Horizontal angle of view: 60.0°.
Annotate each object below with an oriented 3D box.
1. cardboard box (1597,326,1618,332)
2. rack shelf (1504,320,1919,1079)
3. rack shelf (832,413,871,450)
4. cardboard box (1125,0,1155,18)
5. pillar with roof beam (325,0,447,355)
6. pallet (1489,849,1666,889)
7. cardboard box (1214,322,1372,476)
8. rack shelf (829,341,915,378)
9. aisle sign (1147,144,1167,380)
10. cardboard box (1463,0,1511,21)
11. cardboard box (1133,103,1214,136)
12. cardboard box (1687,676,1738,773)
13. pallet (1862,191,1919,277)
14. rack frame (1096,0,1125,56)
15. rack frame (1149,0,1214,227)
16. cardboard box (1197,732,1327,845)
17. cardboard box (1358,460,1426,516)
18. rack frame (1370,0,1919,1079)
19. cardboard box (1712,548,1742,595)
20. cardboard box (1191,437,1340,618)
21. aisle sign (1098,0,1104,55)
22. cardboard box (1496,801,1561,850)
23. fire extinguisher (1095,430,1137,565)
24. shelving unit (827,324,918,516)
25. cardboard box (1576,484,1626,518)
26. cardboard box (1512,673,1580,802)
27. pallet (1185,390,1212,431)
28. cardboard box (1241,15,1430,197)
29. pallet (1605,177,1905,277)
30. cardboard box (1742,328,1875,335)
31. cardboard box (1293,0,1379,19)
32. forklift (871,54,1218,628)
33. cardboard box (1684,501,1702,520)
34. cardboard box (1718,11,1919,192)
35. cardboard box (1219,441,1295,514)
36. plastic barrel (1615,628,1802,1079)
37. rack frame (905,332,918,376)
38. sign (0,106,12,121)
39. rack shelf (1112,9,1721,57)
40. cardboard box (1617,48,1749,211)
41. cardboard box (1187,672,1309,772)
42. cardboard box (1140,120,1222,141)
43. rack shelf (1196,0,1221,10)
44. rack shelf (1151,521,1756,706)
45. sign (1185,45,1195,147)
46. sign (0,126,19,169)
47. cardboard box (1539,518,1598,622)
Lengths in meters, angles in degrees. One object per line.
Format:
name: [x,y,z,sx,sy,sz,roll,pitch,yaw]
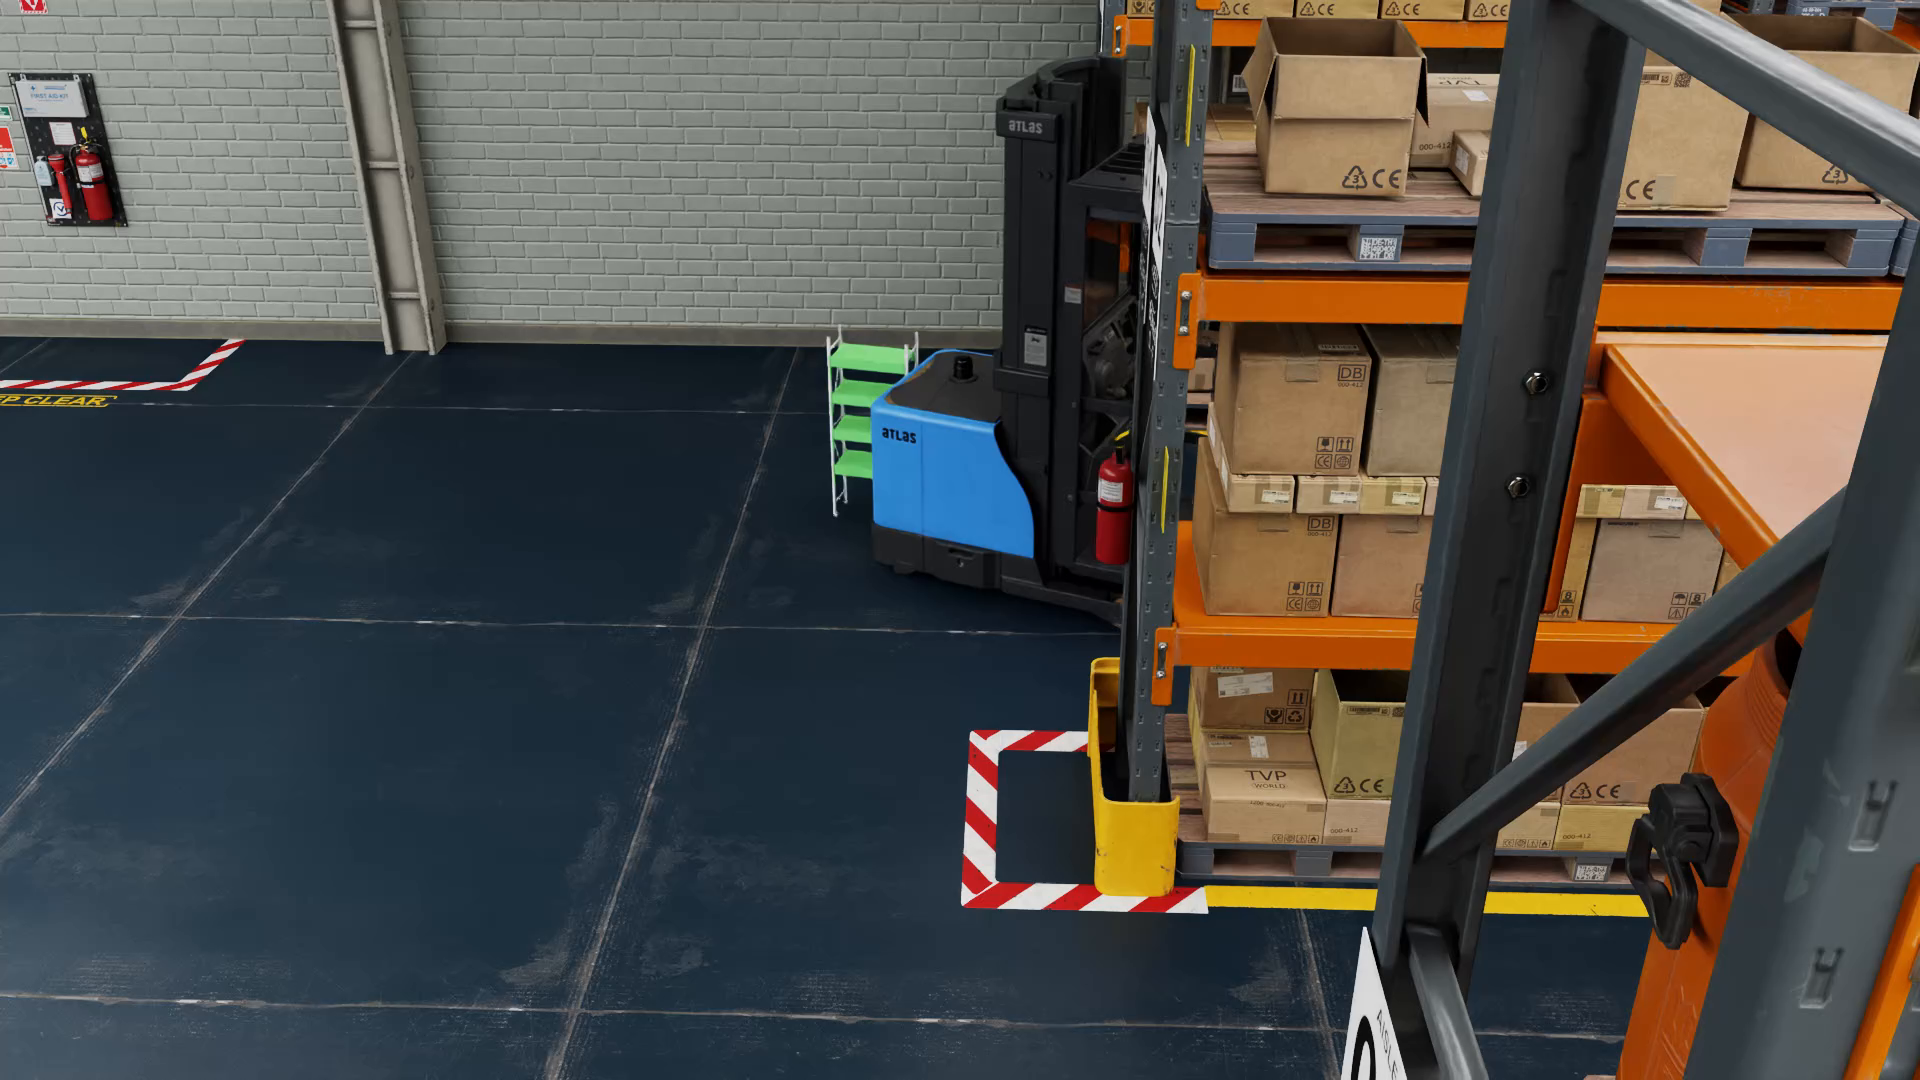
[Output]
cardboard box: [2.362,-0.623,6.731,0.500,0.500,0.700,1,28,2]
rack shelf: [2.634,0.161,1.534,4.000,0.370,1.077,1,28,2]
rack shelf: [-0.528,-0.650,10.331,0.480,0.148,0.258,7,29,13]
cardboard box: [1.310,-3.609,10.525,0.500,0.500,0.500,2,28,3]
pillar with roof beam: [-4.434,-3.481,7.209,0.400,9.000,9.100,1,28,2]
pallet: [2.795,1.212,7.738,1.213,0.211,1.003,1,28,2]
cardboard box: [1.332,-0.637,6.758,0.500,0.500,0.700,1,28,2]
rack shelf: [-0.528,-1.074,10.106,0.480,0.148,0.258,7,29,13]
aisle sign: [0.737,-1.041,6.235,0.004,0.787,0.394,1,28,2]
cardboard box: [3.408,-3.564,10.440,0.500,0.500,0.500,0,28,0]
cardboard box: [1.463,-2.719,11.515,0.500,0.500,0.500,1,28,1]
cardboard box: [3.341,0.804,7.217,0.500,0.500,0.500,1,28,2]
pallet: [3.957,-1.257,6.310,1.213,0.211,1.003,1,28,2]
rack frame: [0.984,-2.353,11.487,0.127,3.000,1.000,1,28,2]
rack frame: [0.813,-2.685,5.707,0.127,3.000,1.000,1,28,2]
cardboard box: [1.341,1.108,7.445,0.500,0.250,0.500,1,28,2]
cardboard box: [1.711,-0.250,6.720,0.250,0.149,0.380,1,28,2]
rack frame: [0.635,-0.367,1.334,0.127,3.000,1.000,1,28,2]
cardboard box: [3.339,-0.033,7.003,0.500,0.500,0.700,1,28,3]
cardboard box: [1.279,-0.065,7.063,0.500,0.500,0.700,1,28,2]
aisle sign: [0.902,-3.363,10.615,0.004,0.787,0.394,1,28,2]
cardboard box: [2.341,1.123,7.417,0.500,0.250,0.500,1,28,2]
fire extinguisher: [0.712,-0.220,7.545,0.183,0.674,0.296,1,28,2]
shelving unit: [-0.528,-0.706,10.301,0.503,1.200,0.258,7,29,13]
cardboard box: [2.485,-0.238,6.696,0.250,0.149,0.380,1,28,1]
cardboard box: [2.341,0.786,7.251,0.500,0.500,0.500,1,28,2]
pallet: [1.871,-1.090,12.081,1.213,0.211,1.003,1,28,2]
cardboard box: [1.387,-1.641,6.233,0.637,0.503,0.797,3,28,5]
pallet: [2.741,-1.278,6.350,1.213,0.211,1.003,1,28,2]
cardboard box: [3.362,-0.607,6.700,0.500,0.500,0.700,1,28,2]
cardboard box: [2.364,-3.577,10.464,0.500,0.500,0.500,2,28,4]
forklift: [1.037,-1.047,9.095,3.031,2.935,1.130,12,30,21]
cardboard box: [2.997,-0.228,6.678,0.250,0.149,0.380,2,28,3]
cardboard box: [3.169,-1.673,6.293,0.637,0.503,0.797,4,28,7]
cardboard box: [1.198,-0.258,6.735,0.250,0.149,0.380,1,28,1]
plastic barrel: [1.125,0.532,1.934,0.708,0.830,0.600,1,28,2]
rack frame: [-0.292,-0.677,10.246,0.015,1.200,0.240,7,29,13]
sign: [-7.295,-3.208,12.494,0.331,0.109,0.001,1,28,2]
rack shelf: [2.983,-3.328,10.890,4.000,0.370,1.077,1,28,2]
cardboard box: [2.463,-1.496,5.962,0.500,0.500,0.500,1,28,2]
cardboard box: [1.360,0.865,7.902,0.500,0.250,0.500,1,28,2]
cardboard box: [1.451,-2.479,11.061,0.500,0.500,0.500,1,28,2]
rack shelf: [2.812,-2.158,5.907,4.000,0.370,1.077,1,28,2]
rack shelf: [2.812,0.316,7.219,4.000,0.370,1.077,1,28,2]
sign: [0.788,-1.521,5.697,0.005,0.325,0.100,1,28,2]
sign: [-7.299,-2.978,12.626,0.234,0.329,0.001,1,28,2]
cardboard box: [2.300,-0.048,7.031,0.500,0.500,0.700,1,28,2]
